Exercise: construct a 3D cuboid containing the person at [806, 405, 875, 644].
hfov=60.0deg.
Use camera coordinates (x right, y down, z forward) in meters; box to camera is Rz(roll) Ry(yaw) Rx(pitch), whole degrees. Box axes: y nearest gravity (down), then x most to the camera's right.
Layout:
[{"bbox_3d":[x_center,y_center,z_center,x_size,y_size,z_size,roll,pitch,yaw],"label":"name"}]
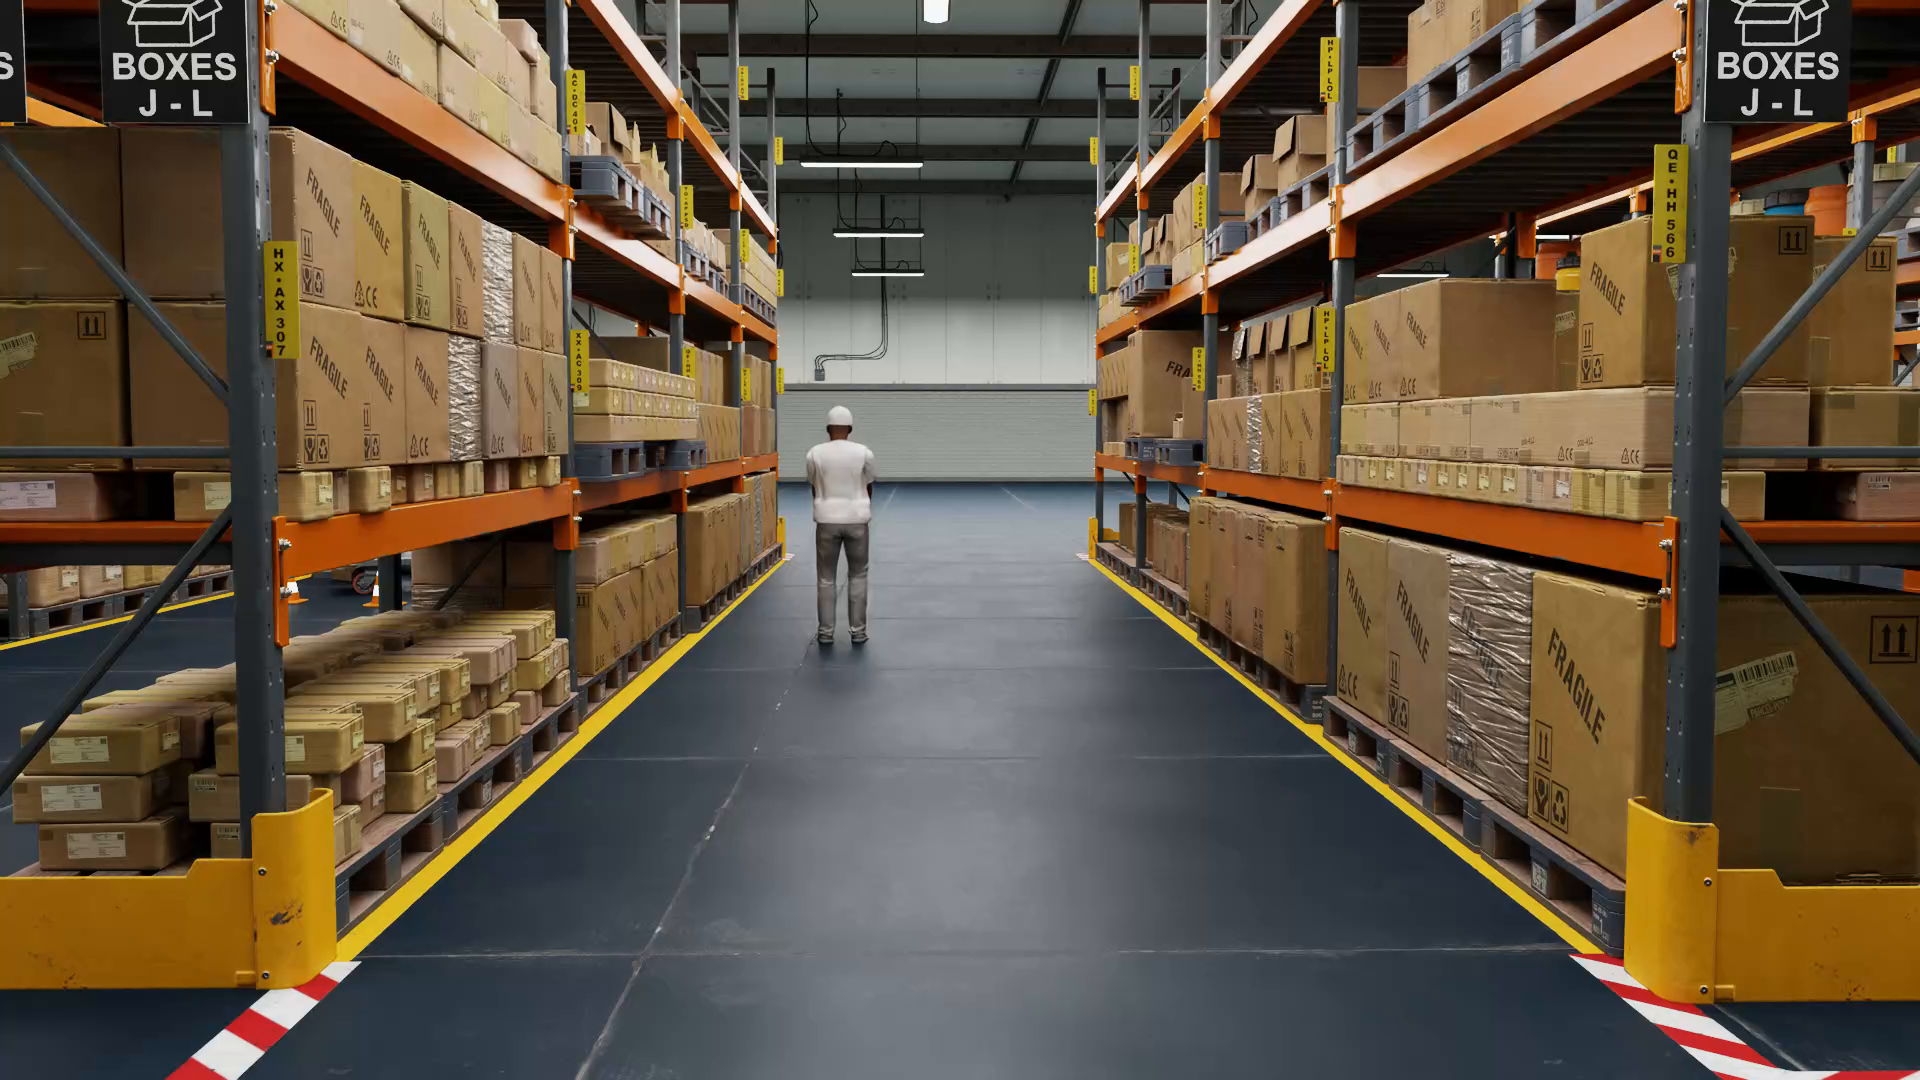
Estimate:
[{"bbox_3d":[-0.889,-0.122,12.451,0.505,1.763,0.557,0,4,-2],"label":"person"}]
